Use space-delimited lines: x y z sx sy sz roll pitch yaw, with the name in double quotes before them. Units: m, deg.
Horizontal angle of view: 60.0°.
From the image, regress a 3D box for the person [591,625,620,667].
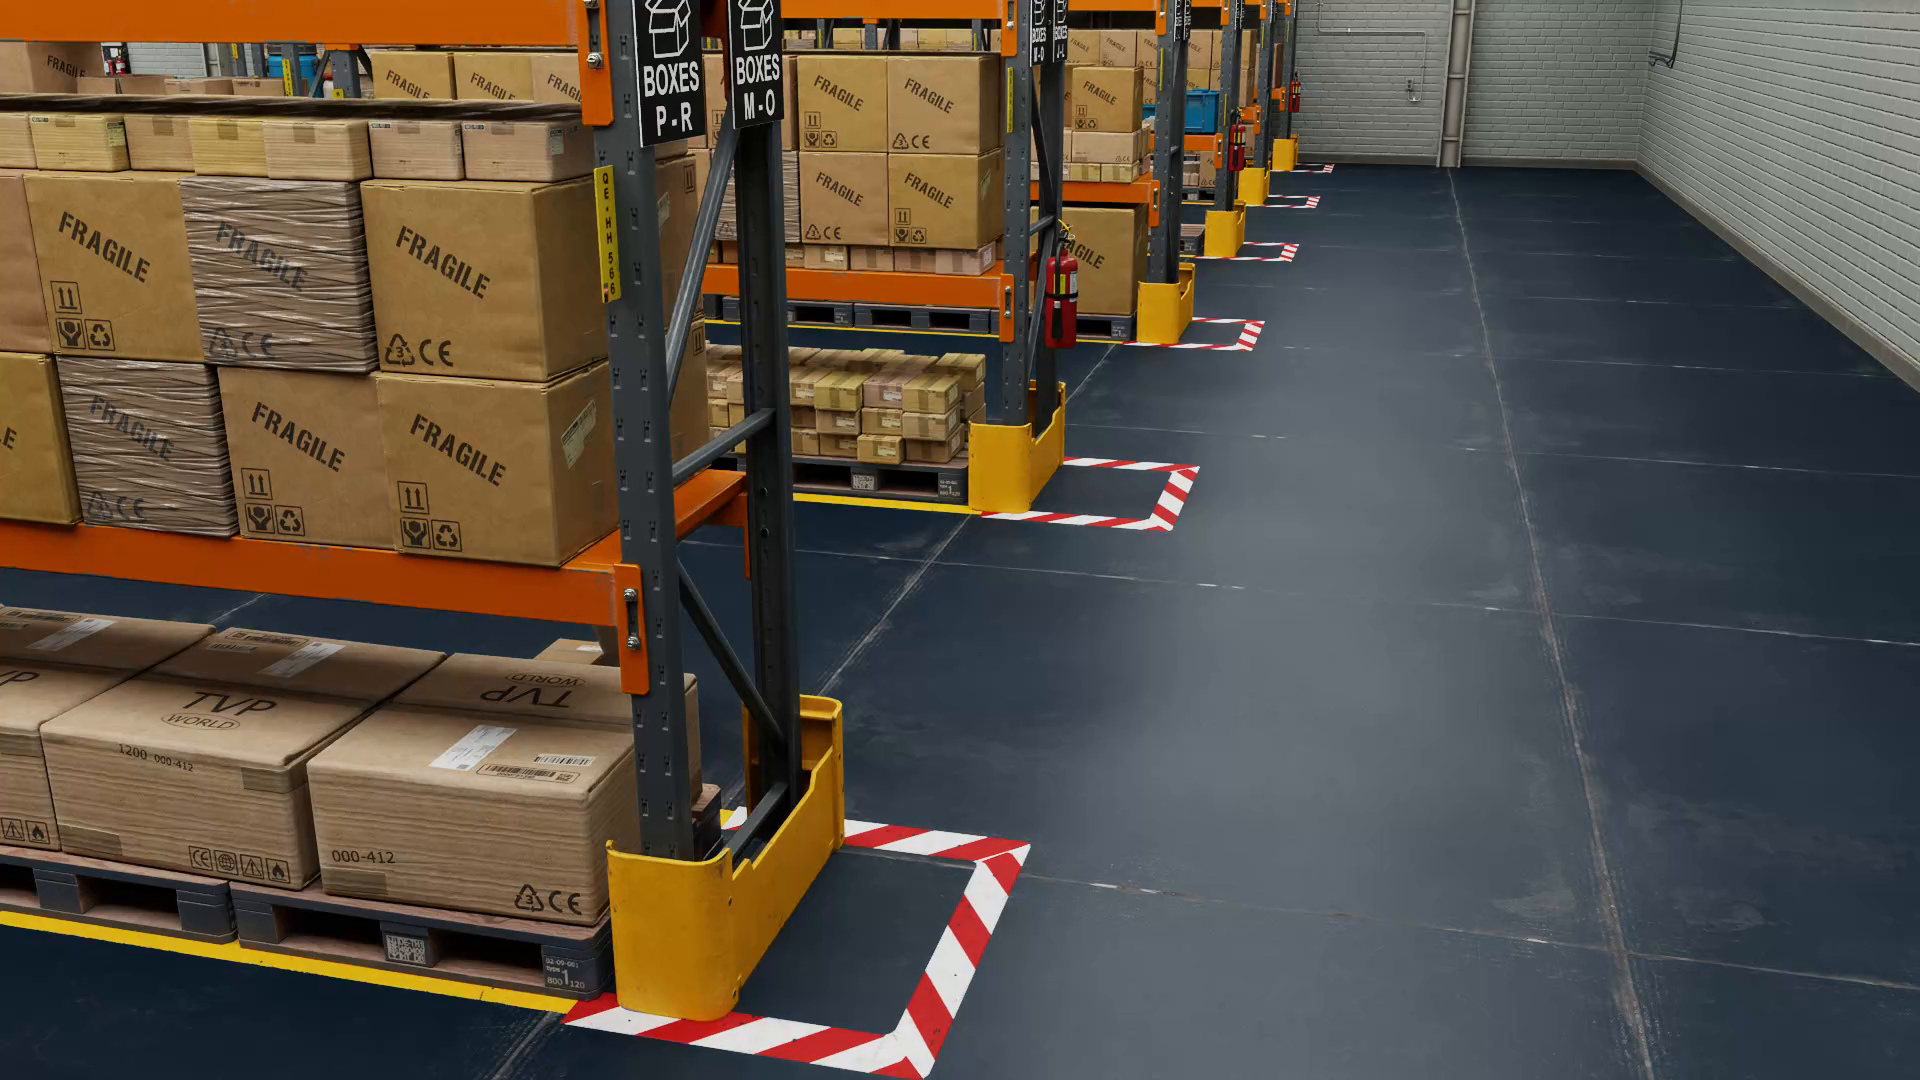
"person" -1.283 -0.129 6.441 0.433 1.746 0.608 3 18 10
